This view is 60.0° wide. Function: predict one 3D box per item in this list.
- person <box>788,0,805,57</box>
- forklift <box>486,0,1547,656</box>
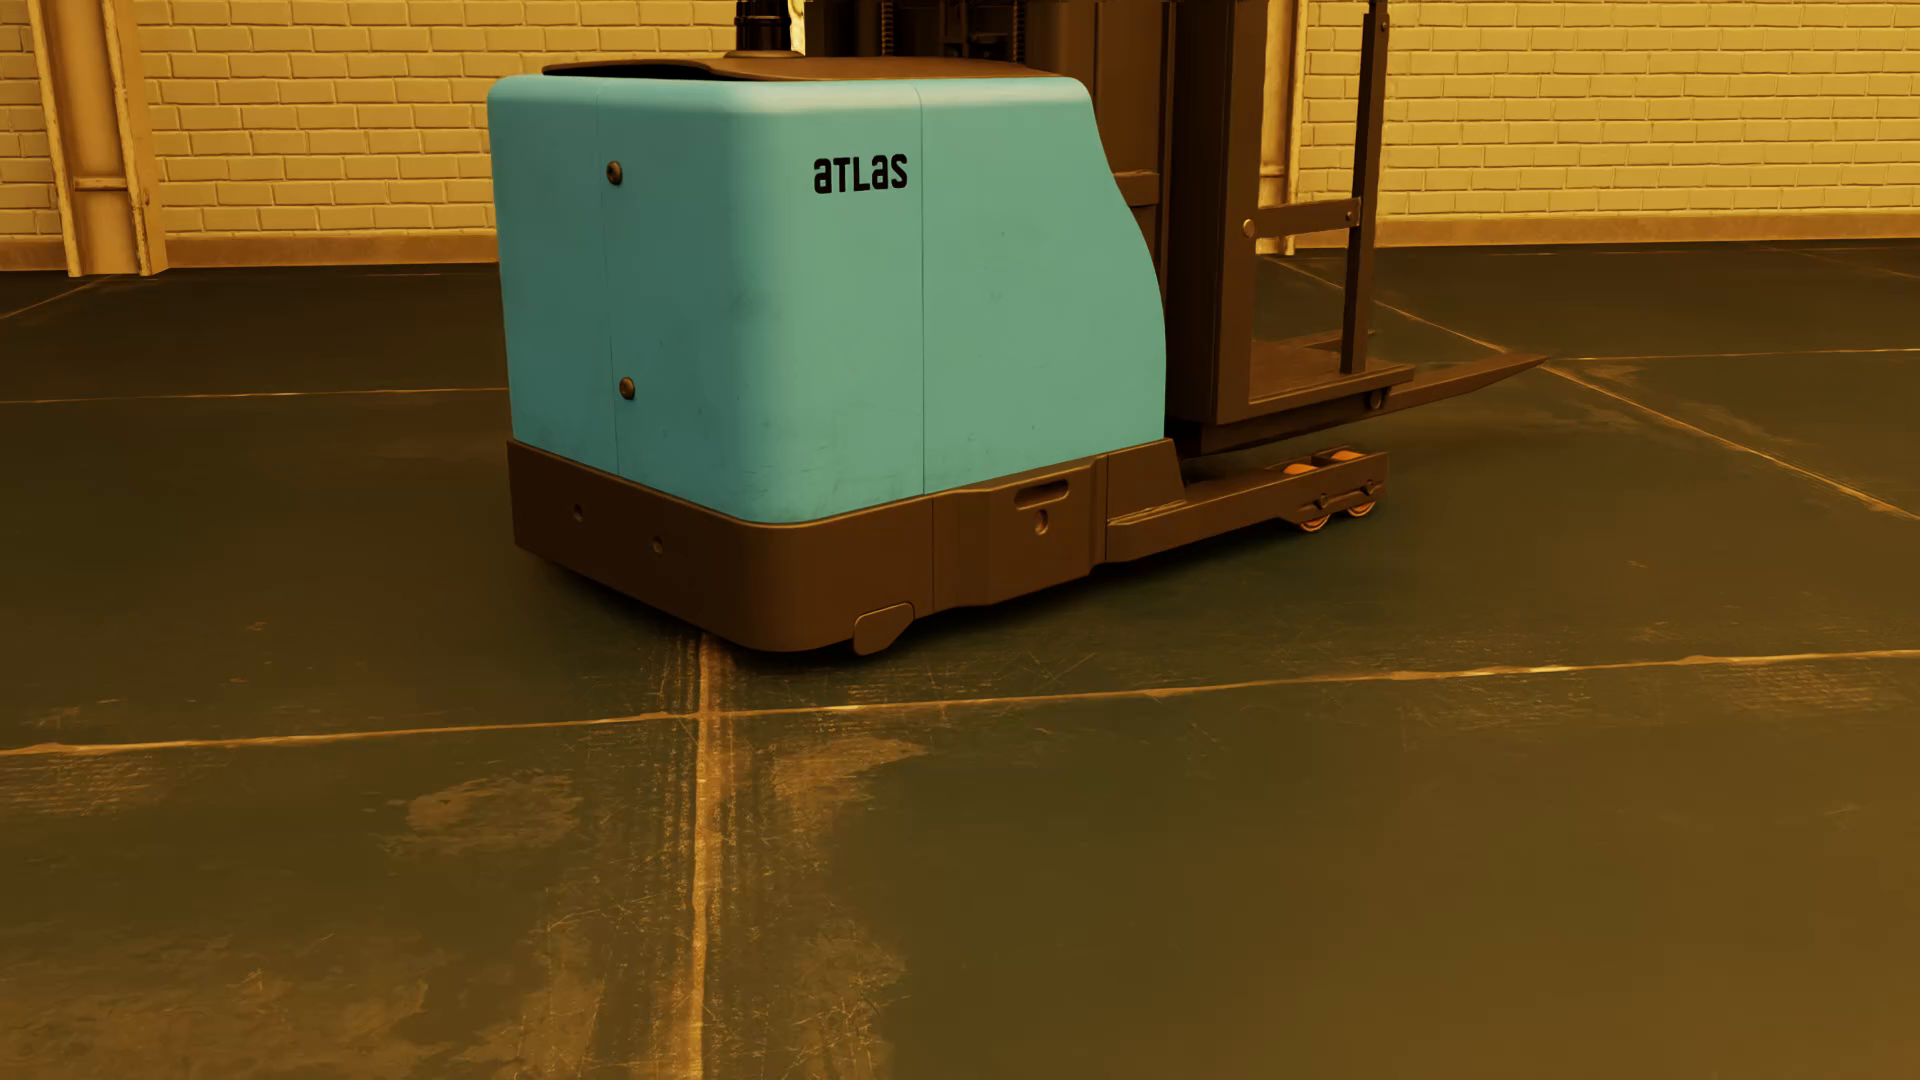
[{"bbox_3d":[-0.353,-1.341,5.454,0.531,1.694,0.586,0,17,0],"label":"person"},{"bbox_3d":[0.434,-1.522,3.936,3.031,2.935,1.130,-15,22,-40],"label":"forklift"}]
